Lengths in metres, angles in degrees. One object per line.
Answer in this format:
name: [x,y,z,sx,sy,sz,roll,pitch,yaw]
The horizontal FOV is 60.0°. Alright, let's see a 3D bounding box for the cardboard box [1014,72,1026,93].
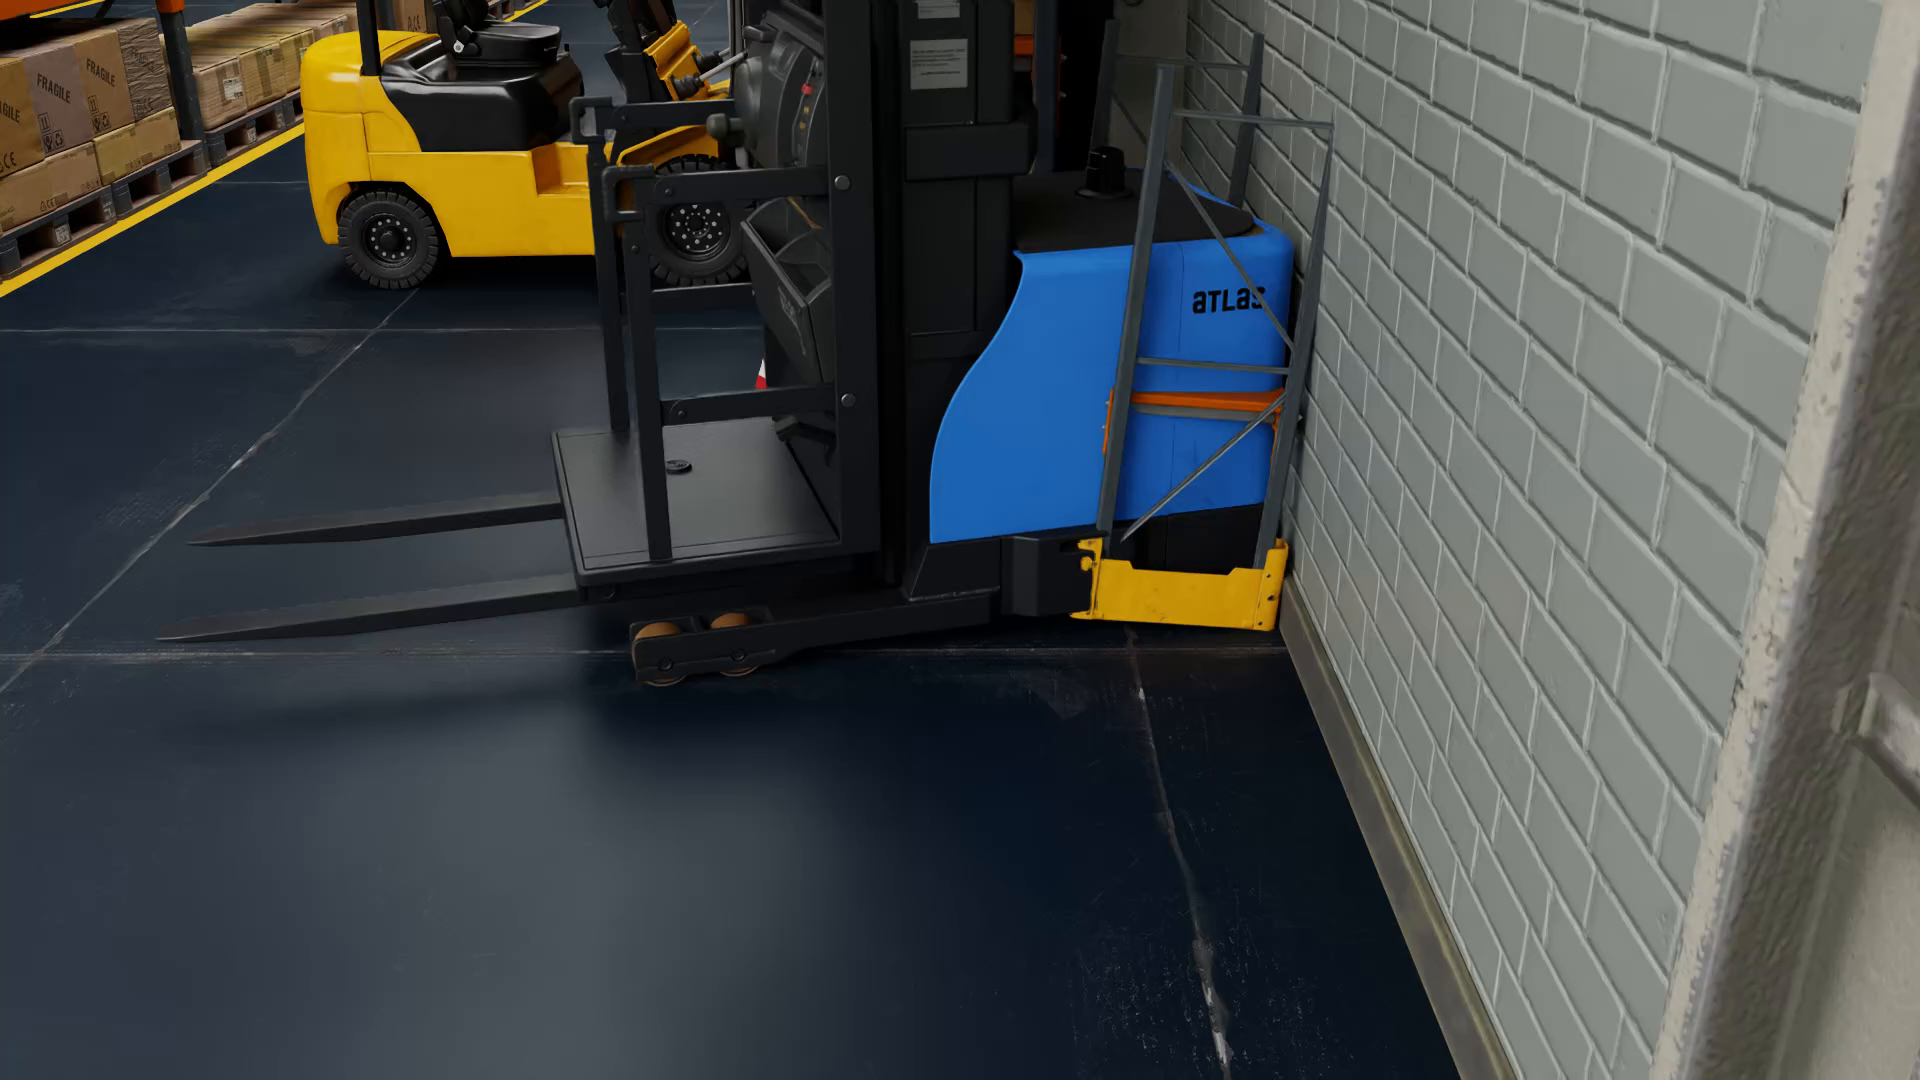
cardboard box: [0.041,-2.017,7.684,0.500,0.250,0.500,0,24,-1]

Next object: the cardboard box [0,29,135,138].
cardboard box: [-4.864,-2.465,8.977,0.500,0.500,0.500,0,24,0]

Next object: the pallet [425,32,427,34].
pallet: [-5.123,-4.340,14.589,1.003,0.211,1.213,0,24,-1]

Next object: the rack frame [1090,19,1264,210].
rack frame: [0.620,-0.866,5.320,0.500,1.500,0.032,4,23,-5]

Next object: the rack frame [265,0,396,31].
rack frame: [-5.190,-5.285,13.296,1.000,3.000,0.127,0,24,-1]

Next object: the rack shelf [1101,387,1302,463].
rack shelf: [0.626,-0.497,4.927,0.538,0.185,1.000,4,23,-5]

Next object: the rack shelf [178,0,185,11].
rack shelf: [-5.168,-4.133,11.622,1.077,0.370,4.000,0,24,-1]

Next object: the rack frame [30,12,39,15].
rack frame: [-10.182,-6.869,16.799,1.000,3.000,0.127,0,24,-1]

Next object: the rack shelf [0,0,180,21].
rack shelf: [-5.125,-2.485,7.977,1.077,0.370,4.000,0,24,-1]

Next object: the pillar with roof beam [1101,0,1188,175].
pillar with roof beam: [-3.550,-5.017,5.424,9.100,9.000,0.400,0,24,-1]

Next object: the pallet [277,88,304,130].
pallet: [-5.173,-3.191,12.050,1.003,0.211,1.213,0,24,-1]

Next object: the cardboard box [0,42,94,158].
cardboard box: [-4.858,-2.255,8.512,0.500,0.500,0.500,1,24,2]

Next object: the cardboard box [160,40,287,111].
cardboard box: [-5.166,-3.143,11.239,0.950,0.372,0.625,1,24,3]

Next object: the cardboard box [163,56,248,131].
cardboard box: [-5.155,-2.847,10.584,0.950,0.372,0.625,0,24,0]

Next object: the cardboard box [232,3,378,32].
cardboard box: [-5.194,-4.046,13.236,0.950,0.372,0.625,-2,24,-4]

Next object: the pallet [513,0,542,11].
pallet: [-5.164,-5.977,18.208,1.003,0.211,1.213,0,24,-1]

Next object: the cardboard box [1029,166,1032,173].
cardboard box: [0.045,-1.605,6.773,0.500,0.250,0.500,-1,24,-1]

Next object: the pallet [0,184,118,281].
pallet: [-5.087,-1.586,8.500,1.003,0.211,1.213,0,24,-1]

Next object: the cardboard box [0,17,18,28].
cardboard box: [-5.469,-2.916,9.188,0.380,0.149,0.250,0,24,0]

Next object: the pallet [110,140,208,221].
pallet: [-5.104,-2.090,9.614,1.003,0.211,1.213,0,24,-1]

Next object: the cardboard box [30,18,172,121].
cardboard box: [-4.872,-2.674,9.440,0.500,0.500,0.500,-1,24,-1]

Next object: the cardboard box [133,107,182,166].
cardboard box: [-4.871,-2.333,9.595,0.500,0.250,0.500,1,24,2]

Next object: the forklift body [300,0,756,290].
forklift body: [-1.984,-2.399,7.944,2.313,2.155,1.214,0,24,-1]

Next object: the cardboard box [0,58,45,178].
cardboard box: [-4.843,-2.034,8.025,0.500,0.500,0.500,0,24,0]

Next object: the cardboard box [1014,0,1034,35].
cardboard box: [0.133,-2.263,6.493,0.500,0.500,0.500,1,24,1]

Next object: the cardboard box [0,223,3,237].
cardboard box: [-4.833,-1.471,7.690,0.500,0.250,0.500,1,24,1]

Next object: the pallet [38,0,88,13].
pallet: [-10.225,-5.876,17.985,1.003,0.211,1.213,0,24,-1]

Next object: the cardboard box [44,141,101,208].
cardboard box: [-4.854,-1.904,8.647,0.500,0.250,0.500,0,24,0]

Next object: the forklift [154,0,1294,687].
forklift: [-0.657,-1.191,4.326,3.031,2.935,1.130,-7,25,-15]

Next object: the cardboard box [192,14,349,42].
cardboard box: [-5.178,-3.742,12.563,0.950,0.372,0.625,-1,24,-2]

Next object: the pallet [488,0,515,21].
pallet: [-5.150,-5.345,16.812,1.003,0.211,1.213,0,24,-1]

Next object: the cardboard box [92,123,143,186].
cardboard box: [-4.855,-2.114,9.110,0.500,0.250,0.500,-1,24,-2]

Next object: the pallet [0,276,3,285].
pallet: [-5.077,-1.084,7.391,1.003,0.211,1.213,0,24,-1]

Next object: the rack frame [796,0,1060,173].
rack frame: [-0.139,-2.012,6.060,1.000,3.000,0.127,0,24,-1]

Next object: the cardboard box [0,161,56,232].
cardboard box: [-4.852,-1.696,8.187,0.500,0.250,0.500,1,24,3]

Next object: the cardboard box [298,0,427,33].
cardboard box: [-5.114,-4.793,14.277,0.875,0.875,0.875,0,24,-1]

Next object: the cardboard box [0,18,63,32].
cardboard box: [-5.410,-2.673,9.437,0.500,0.500,0.500,1,24,2]

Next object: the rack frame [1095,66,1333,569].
rack frame: [0.666,-0.457,4.391,0.500,1.500,0.032,4,23,-5]

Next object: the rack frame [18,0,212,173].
rack frame: [-5.146,-3.637,9.651,1.000,3.000,0.127,0,24,-1]

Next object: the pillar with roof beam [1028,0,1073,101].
pillar with roof beam: [-3.616,-7.490,10.890,9.100,9.000,0.400,0,24,-1]

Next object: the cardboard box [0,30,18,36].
cardboard box: [-5.392,-2.452,8.949,0.500,0.500,0.500,1,24,2]

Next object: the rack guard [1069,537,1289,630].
rack guard: [0.608,0.106,4.656,0.587,0.250,0.087,4,23,-5]

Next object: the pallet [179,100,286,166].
pallet: [-5.156,-2.687,10.935,1.003,0.211,1.213,0,24,-1]

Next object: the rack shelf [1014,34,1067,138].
rack shelf: [-0.161,-2.509,8.030,1.077,0.370,4.000,0,24,-1]

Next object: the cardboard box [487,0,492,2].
cardboard box: [-5.147,-5.901,16.727,0.875,0.875,0.875,0,24,1]

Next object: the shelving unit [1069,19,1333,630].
shelving unit: [0.642,-0.665,4.864,0.587,1.500,1.083,4,23,-5]

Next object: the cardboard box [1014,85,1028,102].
cardboard box: [0.036,-1.811,7.229,0.500,0.250,0.500,0,24,0]

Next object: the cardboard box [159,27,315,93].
cardboard box: [-5.175,-3.430,11.873,0.950,0.372,0.625,1,24,1]
